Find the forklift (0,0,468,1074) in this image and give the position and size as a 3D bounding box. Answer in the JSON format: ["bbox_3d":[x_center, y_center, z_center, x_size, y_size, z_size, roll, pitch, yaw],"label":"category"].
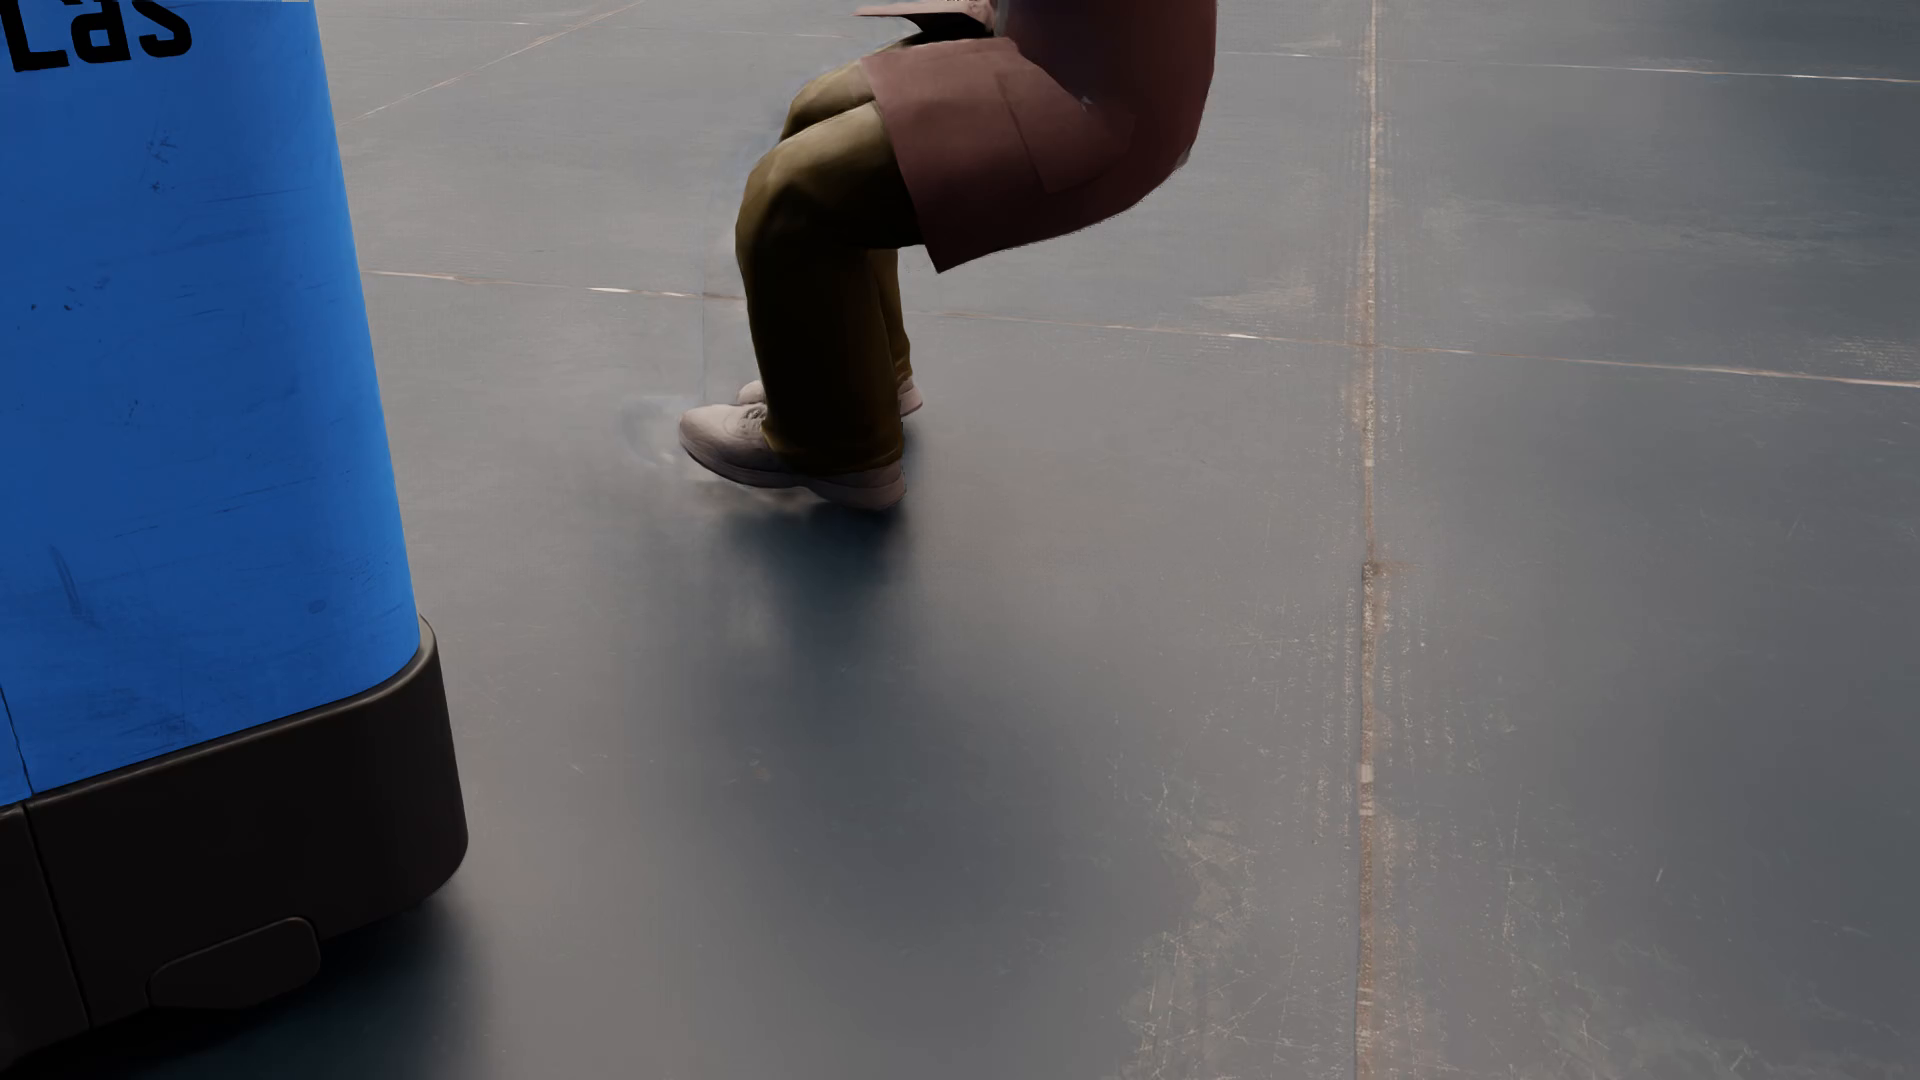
[{"bbox_3d":[-1.999,-0.702,0.637,3.031,2.935,1.130,-18,32,-31],"label":"forklift"}]

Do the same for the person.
[{"bbox_3d":[-0.023,-0.583,2.110,0.749,1.449,1.464,-4,27,-8],"label":"person"}]
